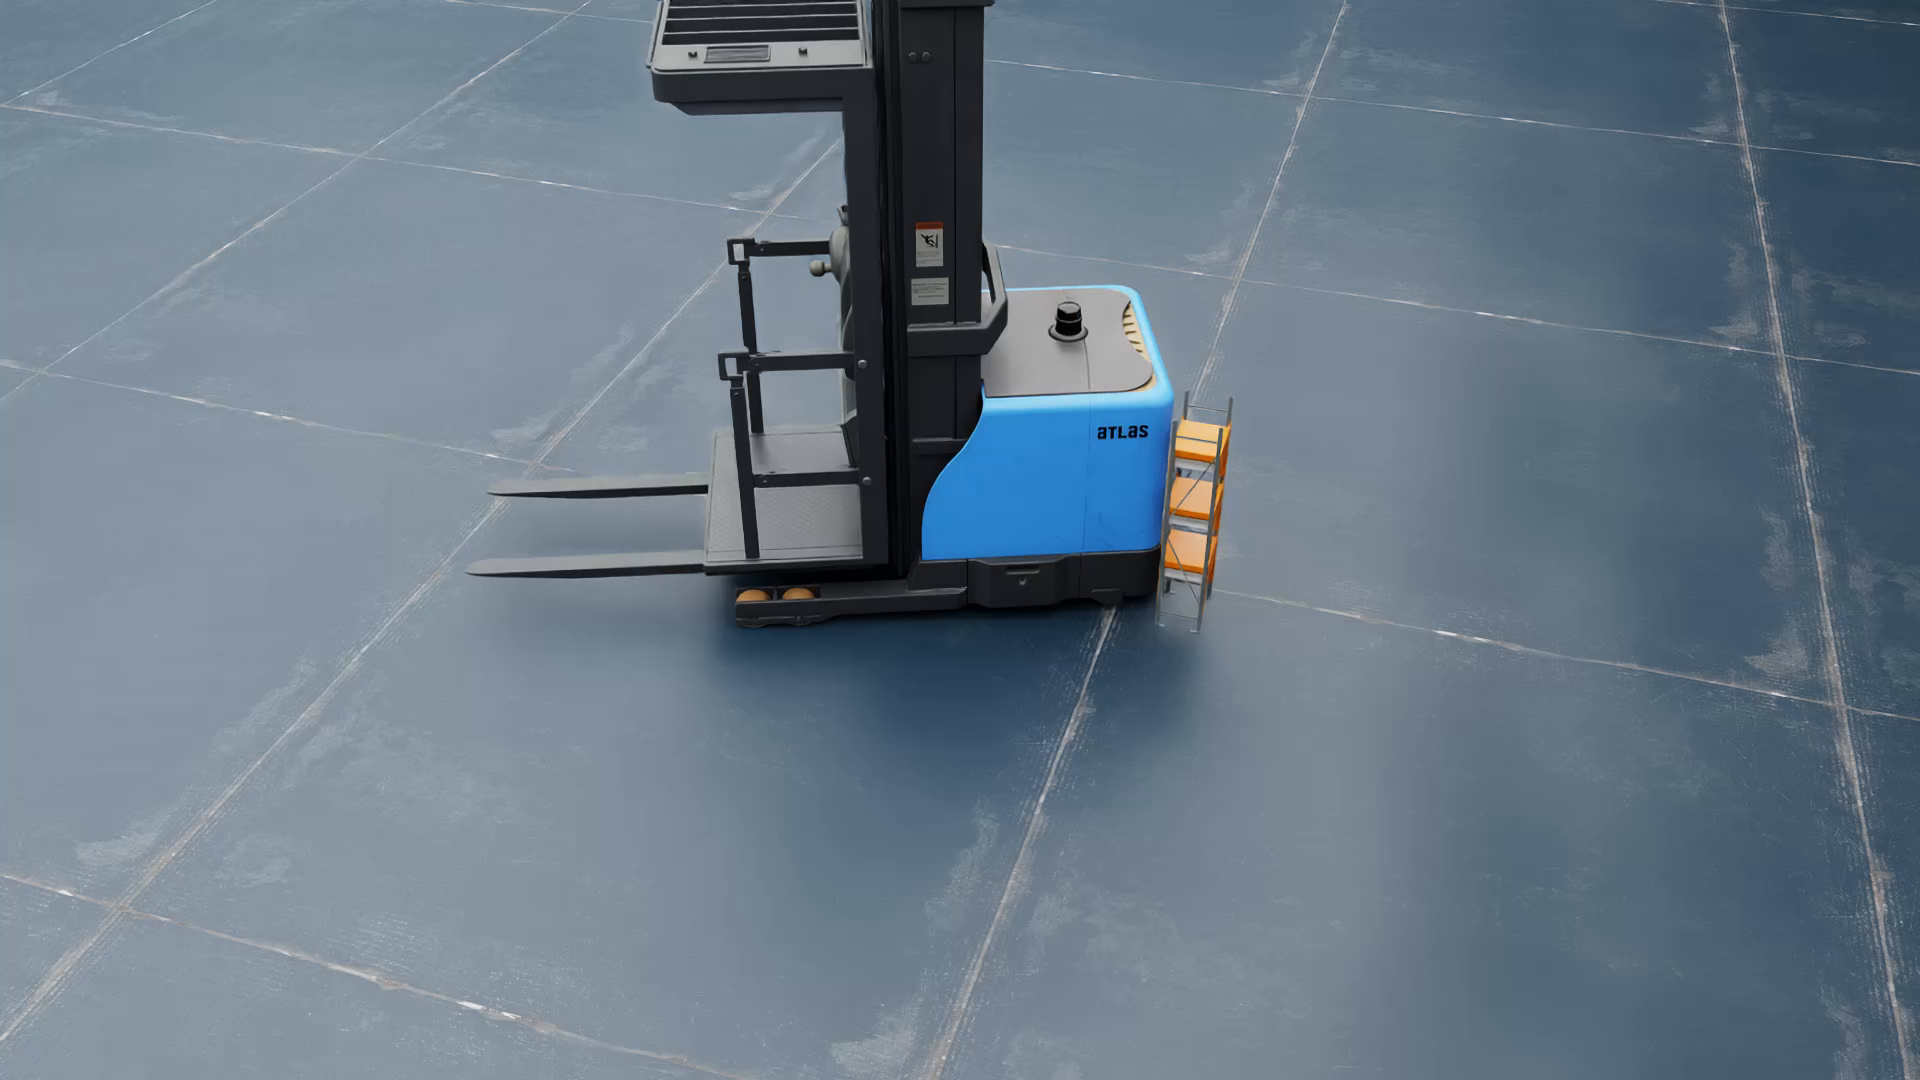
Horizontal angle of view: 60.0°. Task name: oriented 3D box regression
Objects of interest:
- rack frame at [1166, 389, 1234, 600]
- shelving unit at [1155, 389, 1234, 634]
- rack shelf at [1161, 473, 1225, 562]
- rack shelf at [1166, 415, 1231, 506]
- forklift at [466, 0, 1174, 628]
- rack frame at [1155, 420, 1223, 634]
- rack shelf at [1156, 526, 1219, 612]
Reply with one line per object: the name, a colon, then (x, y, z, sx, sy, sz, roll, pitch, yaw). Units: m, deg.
rack frame: (1.018, -0.175, 7.102, 0.200, 1.050, 0.008, 10, 38, 14)
shelving unit: (0.982, -0.106, 7.008, 0.215, 1.050, 0.252, 10, 38, 14)
rack shelf: (0.982, -0.097, 7.014, 0.215, 0.259, 0.240, 10, 38, 14)
rack shelf: (0.982, -0.326, 6.846, 0.215, 0.259, 0.240, 10, 38, 14)
forklift: (-0.653, -1.125, 6.806, 3.031, 2.935, 1.130, -3, 36, -4)
rack frame: (0.946, -0.037, 6.914, 0.200, 1.050, 0.008, 10, 38, 14)
rack shelf: (0.982, 0.126, 7.179, 0.215, 0.259, 0.240, 10, 38, 14)
